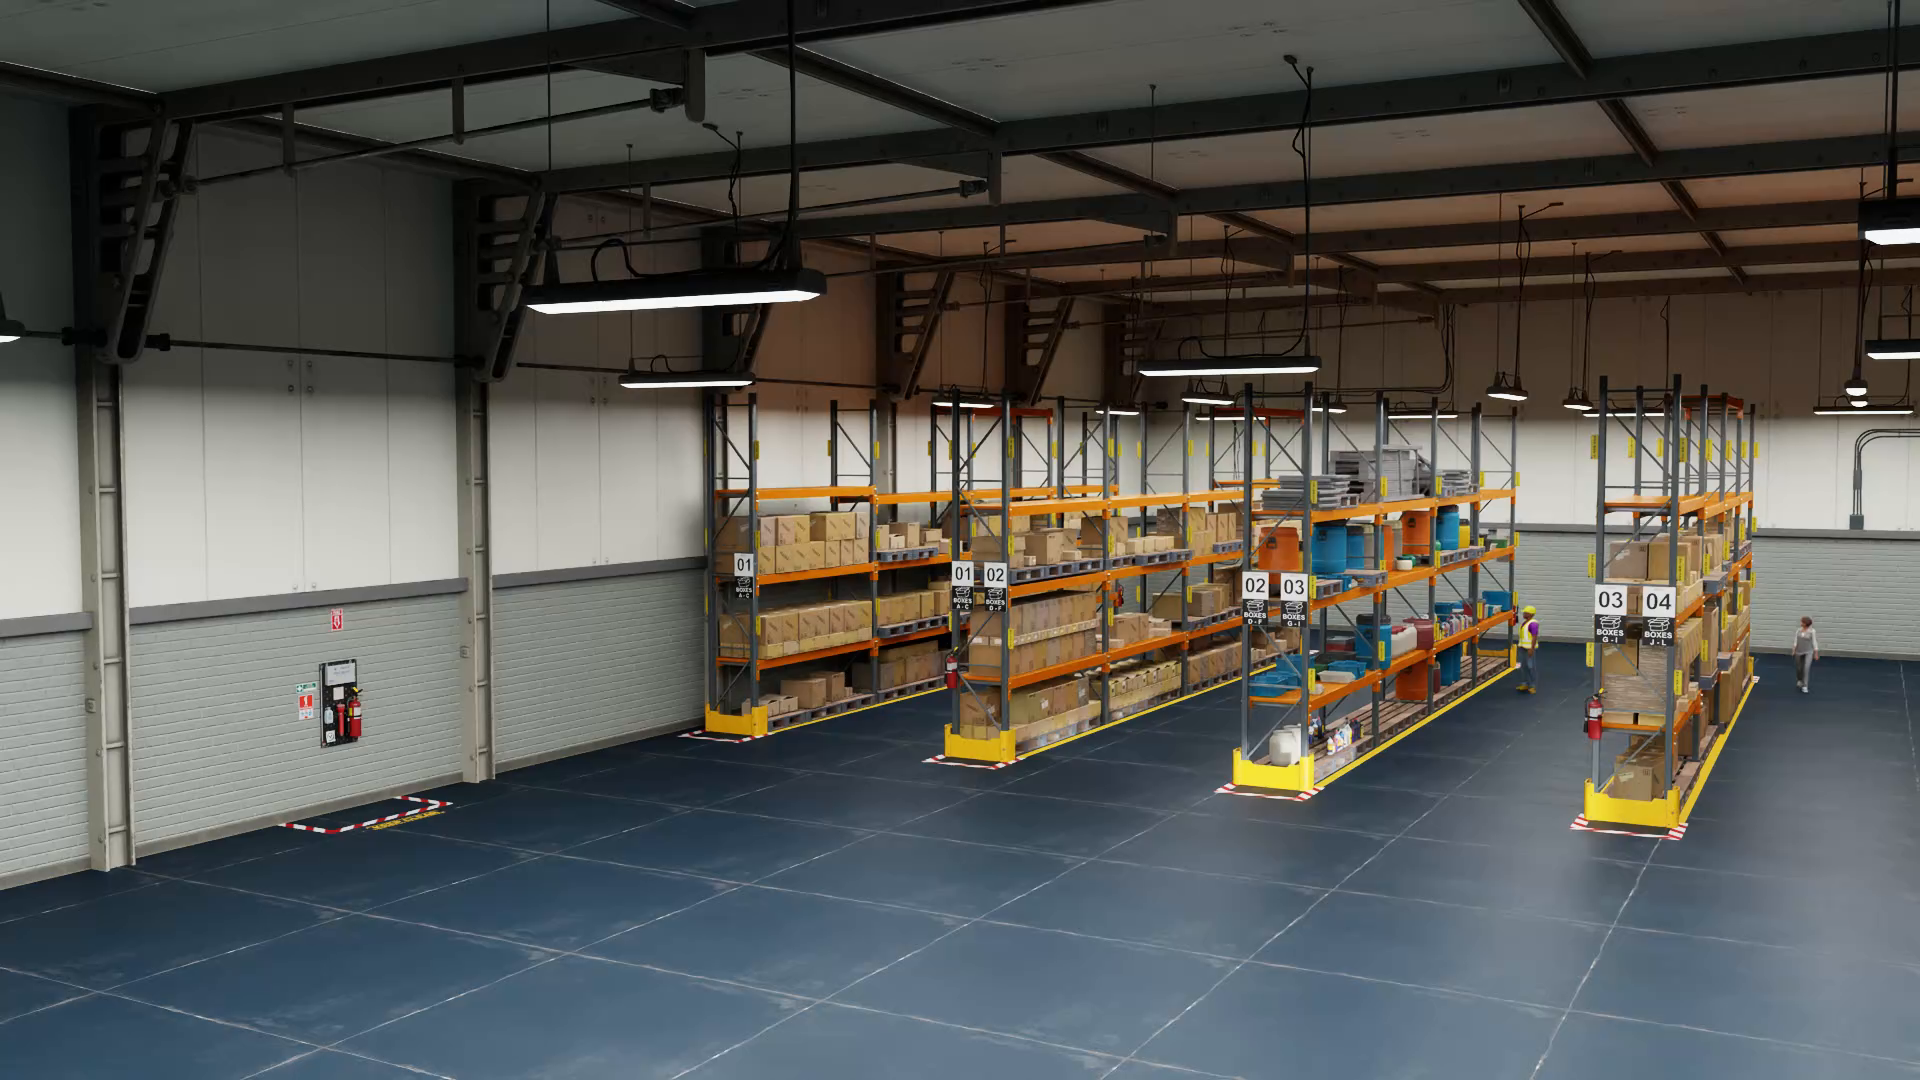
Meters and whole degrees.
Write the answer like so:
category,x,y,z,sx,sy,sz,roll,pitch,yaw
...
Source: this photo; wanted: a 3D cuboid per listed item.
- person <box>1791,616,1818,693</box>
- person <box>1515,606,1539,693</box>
category,x,y,z,sx,sy,sz,roll,pitch,yaw
person,17.539,2.351,34.513,0.498,1.557,0.823,2,3,28
person,11.791,2.261,34.488,0.401,1.797,0.559,-1,3,-23
